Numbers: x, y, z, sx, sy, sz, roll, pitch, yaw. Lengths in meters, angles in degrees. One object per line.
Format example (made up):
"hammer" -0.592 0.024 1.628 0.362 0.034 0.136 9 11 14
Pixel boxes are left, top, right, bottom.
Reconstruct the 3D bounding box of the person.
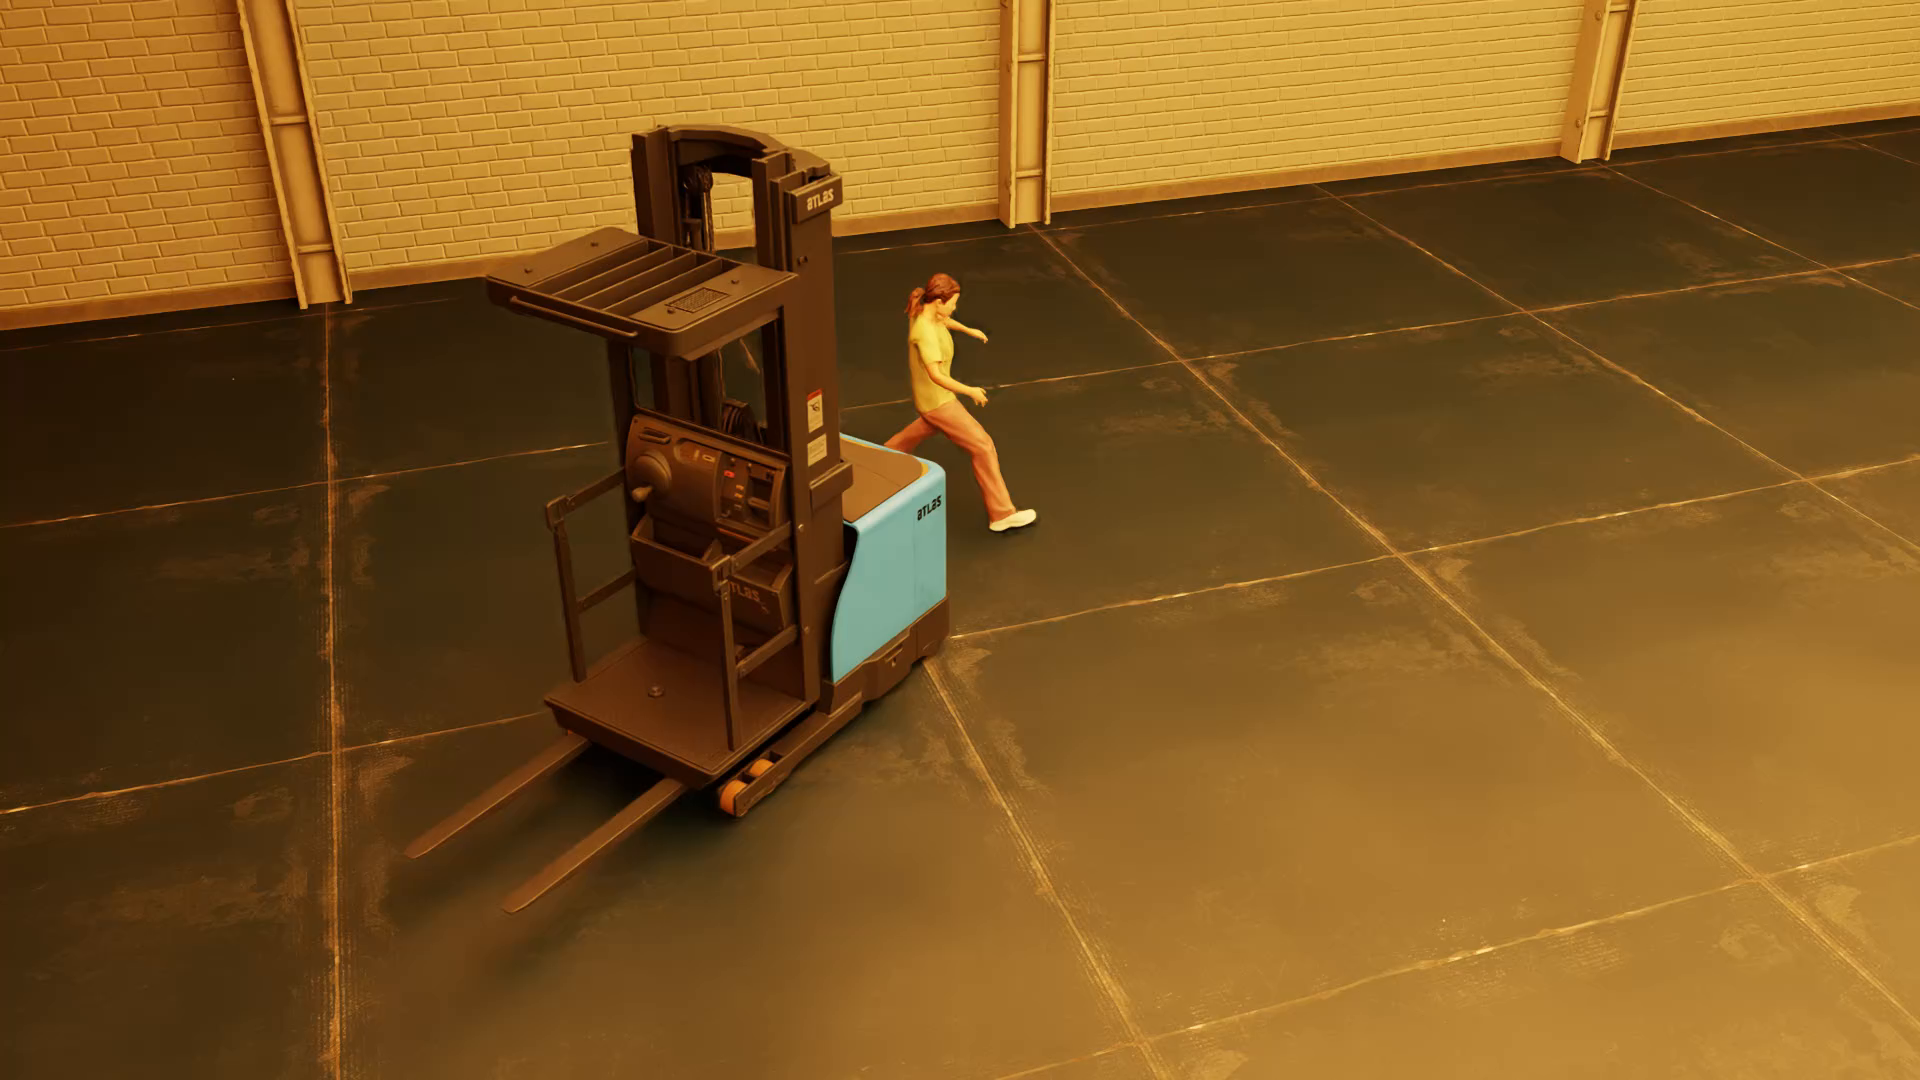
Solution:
"person" -0.038 -0.938 10.182 0.962 1.501 1.099 -2 30 -3

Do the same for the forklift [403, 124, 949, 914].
"forklift" -1.296 -0.249 7.520 1.130 2.935 3.031 19 35 29
